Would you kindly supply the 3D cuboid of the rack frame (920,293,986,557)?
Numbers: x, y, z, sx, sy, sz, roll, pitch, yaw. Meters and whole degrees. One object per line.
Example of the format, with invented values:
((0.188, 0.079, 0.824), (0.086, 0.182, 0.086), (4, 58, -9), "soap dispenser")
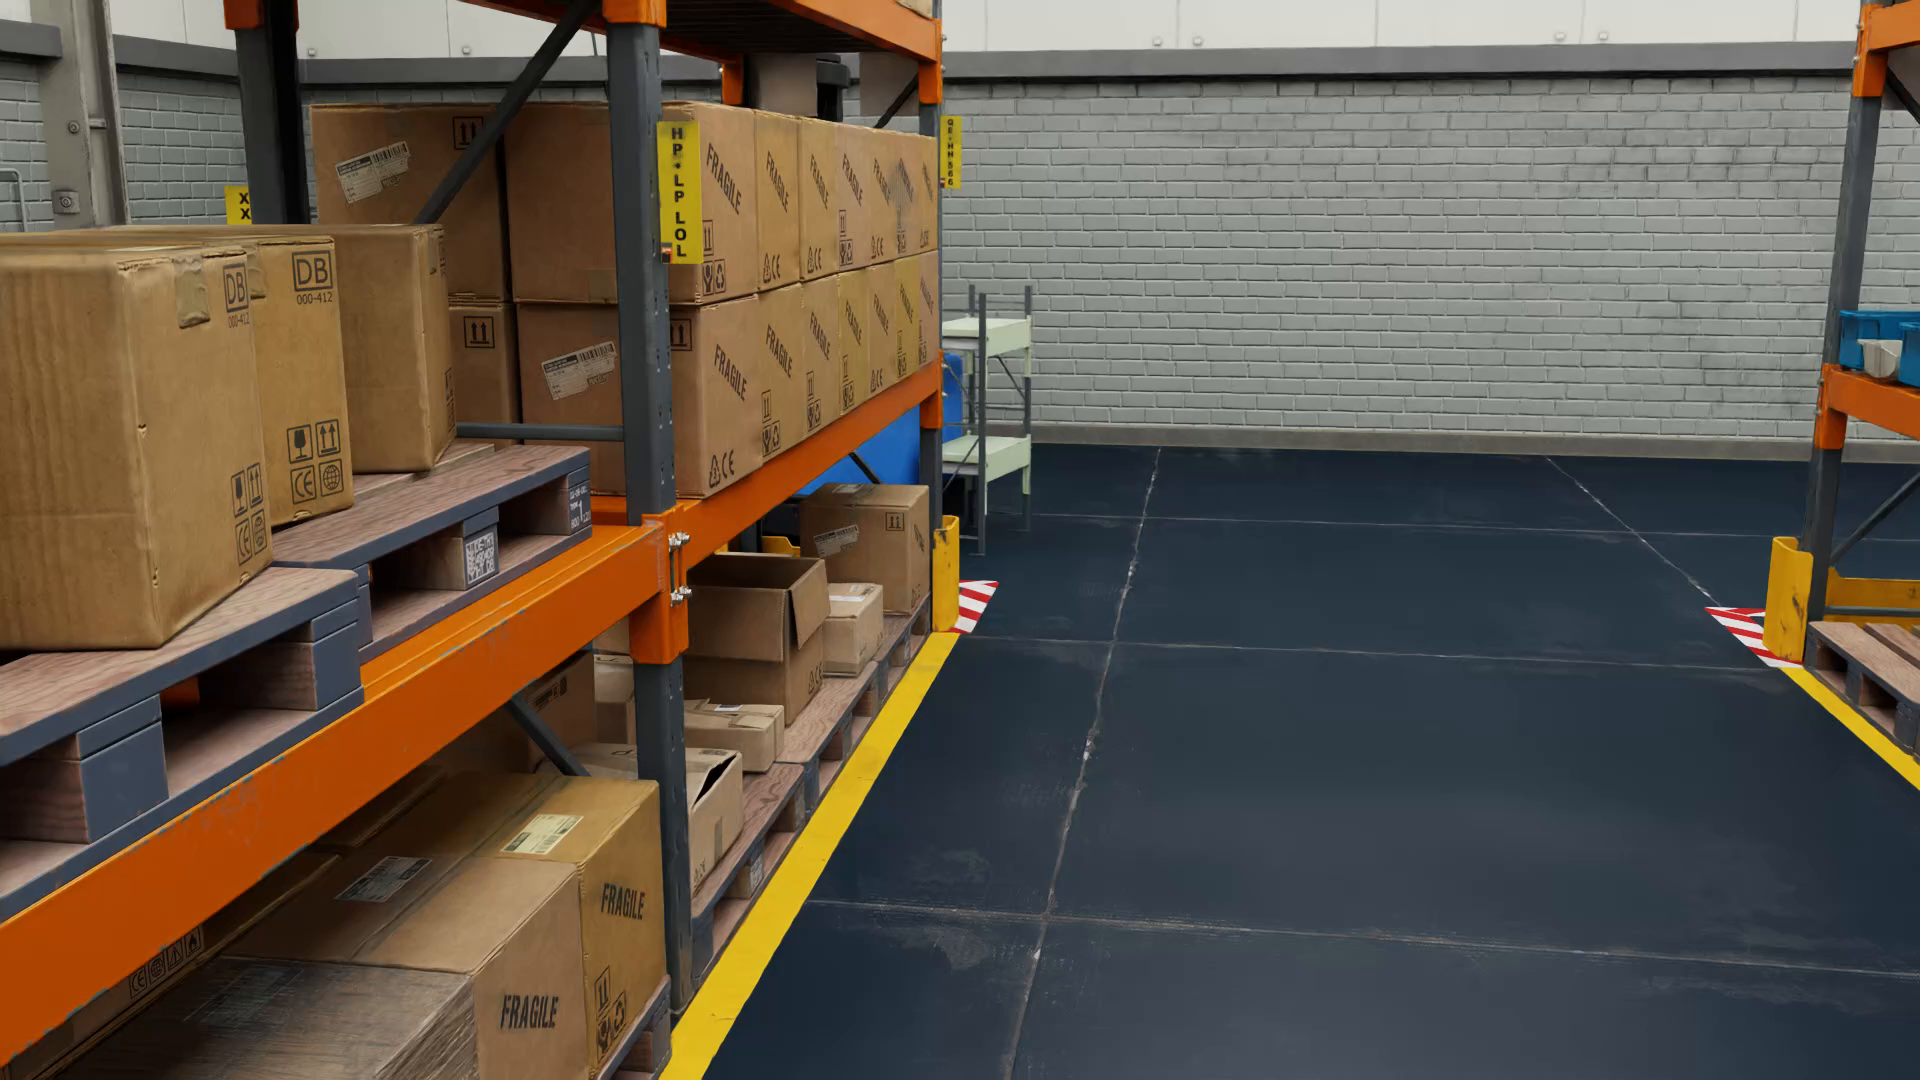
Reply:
((-0.043, -0.656, 9.476), (0.400, 1.500, 0.023), (5, 13, 22), "rack frame")

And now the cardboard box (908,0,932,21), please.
((-0.407, -2.373, 7.119), (0.500, 0.250, 0.500), (2, 12, 9), "cardboard box")

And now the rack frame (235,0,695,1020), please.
((-1.203, -0.263, 4.092), (1.000, 3.000, 0.127), (2, 12, 9), "rack frame")

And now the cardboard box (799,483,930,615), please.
((-0.428, 0.033, 7.610), (0.500, 0.500, 0.500), (2, 12, 9), "cardboard box")

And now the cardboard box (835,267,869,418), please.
((-0.624, -0.725, 6.002), (0.500, 0.500, 0.500), (2, 12, 8), "cardboard box")

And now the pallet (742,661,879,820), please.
((-0.912, 0.703, 6.231), (1.003, 0.211, 1.213), (2, 12, 9), "pallet")

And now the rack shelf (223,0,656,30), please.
((-1.511, -0.961, 1.920), (1.077, 0.370, 4.000), (2, 12, 9), "rack shelf")

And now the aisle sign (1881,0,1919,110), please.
((4.023, -2.229, 7.047), (0.394, 0.787, 0.004), (2, 12, 9), "aisle sign")

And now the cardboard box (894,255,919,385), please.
((-0.465, -0.934, 6.970), (0.500, 0.500, 0.500), (2, 12, 9), "cardboard box")

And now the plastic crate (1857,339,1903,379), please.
((3.811, -0.730, 6.742), (0.250, 0.136, 0.298), (2, 12, 9), "plastic crate")

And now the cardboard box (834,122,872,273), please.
((-0.616, -1.211, 5.883), (0.500, 0.500, 0.500), (2, 12, 10), "cardboard box")

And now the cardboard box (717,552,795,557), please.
((-0.992, 0.159, 7.857), (0.380, 0.149, 0.250), (2, 12, 9), "cardboard box")

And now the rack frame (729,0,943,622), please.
((-0.588, -1.095, 7.955), (1.000, 3.000, 0.127), (2, 12, 9), "rack frame")

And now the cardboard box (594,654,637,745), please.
((-1.281, 0.553, 5.646), (0.500, 0.311, 0.500), (2, 12, 9), "cardboard box")

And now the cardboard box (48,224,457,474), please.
((-1.497, -0.425, 3.613), (0.700, 0.500, 0.500), (-2, 12, -10), "cardboard box")

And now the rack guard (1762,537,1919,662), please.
((4.296, 0.283, 7.496), (1.175, 0.500, 0.348), (2, 12, 9), "rack guard")

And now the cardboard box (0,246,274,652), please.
((-1.414, -0.147, 2.321), (0.700, 0.500, 0.500), (-1, 12, -6), "cardboard box")

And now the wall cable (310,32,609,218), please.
((-4.261, -3.835, 13.801), (3.097, 2.526, 0.112), (2, 12, 9), "wall cable")

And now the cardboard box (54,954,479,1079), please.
((-1.158, 1.063, 2.828), (0.500, 0.500, 0.500), (2, 12, 9), "cardboard box")

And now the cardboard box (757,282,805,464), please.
((-0.780, -0.515, 5.028), (0.500, 0.500, 0.500), (2, 12, 10), "cardboard box")

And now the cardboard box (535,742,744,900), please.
((-0.925, 0.756, 4.702), (0.500, 0.311, 0.500), (2, 12, 9), "cardboard box")

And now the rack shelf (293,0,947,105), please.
((-0.896, -1.794, 5.783), (1.077, 0.370, 4.000), (2, 12, 9), "rack shelf")

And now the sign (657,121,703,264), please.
((-0.654, -0.811, 3.890), (0.100, 0.325, 0.005), (2, 12, 9), "sign")

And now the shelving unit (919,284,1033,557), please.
((0.100, -0.727, 9.805), (0.431, 1.500, 0.755), (5, 13, 22), "shelving unit")

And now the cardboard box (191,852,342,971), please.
((-1.590, 0.949, 3.361), (0.500, 0.500, 0.500), (2, 12, 9), "cardboard box")

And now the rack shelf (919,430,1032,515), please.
((0.100, -0.408, 9.874), (0.431, 0.370, 0.720), (5, 13, 22), "rack shelf")

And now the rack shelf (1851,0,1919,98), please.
((3.998, -1.632, 5.035), (1.077, 0.370, 4.000), (2, 12, 9), "rack shelf")

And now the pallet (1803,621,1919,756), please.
((4.140, 0.600, 6.710), (1.003, 0.211, 1.213), (2, 12, 9), "pallet")

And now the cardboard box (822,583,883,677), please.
((-0.604, 0.352, 6.723), (0.500, 0.250, 0.500), (2, 12, 9), "cardboard box")

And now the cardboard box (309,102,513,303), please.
((-1.381, -0.914, 4.503), (0.500, 0.500, 0.500), (2, 12, 9), "cardboard box")

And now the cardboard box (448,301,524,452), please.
((-1.380, -0.424, 4.603), (0.500, 0.500, 0.500), (2, 12, 10), "cardboard box")

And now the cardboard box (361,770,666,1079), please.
((-0.996, 0.856, 3.789), (0.500, 0.500, 0.500), (2, 12, 8), "cardboard box")

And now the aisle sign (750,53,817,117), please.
((-0.868, -2.390, 7.792), (0.394, 0.787, 0.004), (2, 12, 9), "aisle sign")

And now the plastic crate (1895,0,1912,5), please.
((3.971, -2.265, 6.575), (0.497, 0.269, 0.590), (2, 12, 9), "plastic crate")

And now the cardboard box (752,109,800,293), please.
((-0.774, -0.997, 4.887), (0.500, 0.500, 0.500), (1, 12, 7), "cardboard box")

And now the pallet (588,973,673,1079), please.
((-1.291, 1.271, 3.594), (1.003, 0.211, 1.213), (2, 12, 9), "pallet")

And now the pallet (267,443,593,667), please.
((-1.434, -0.006, 3.356), (1.003, 0.211, 1.213), (2, 12, 9), "pallet")

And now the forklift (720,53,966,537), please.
((-1.527, -1.568, 10.310), (3.031, 2.935, 1.130), (5, 13, 24), "forklift")

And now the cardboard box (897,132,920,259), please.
((-0.462, -1.426, 6.880), (0.500, 0.500, 0.500), (2, 12, 10), "cardboard box")
